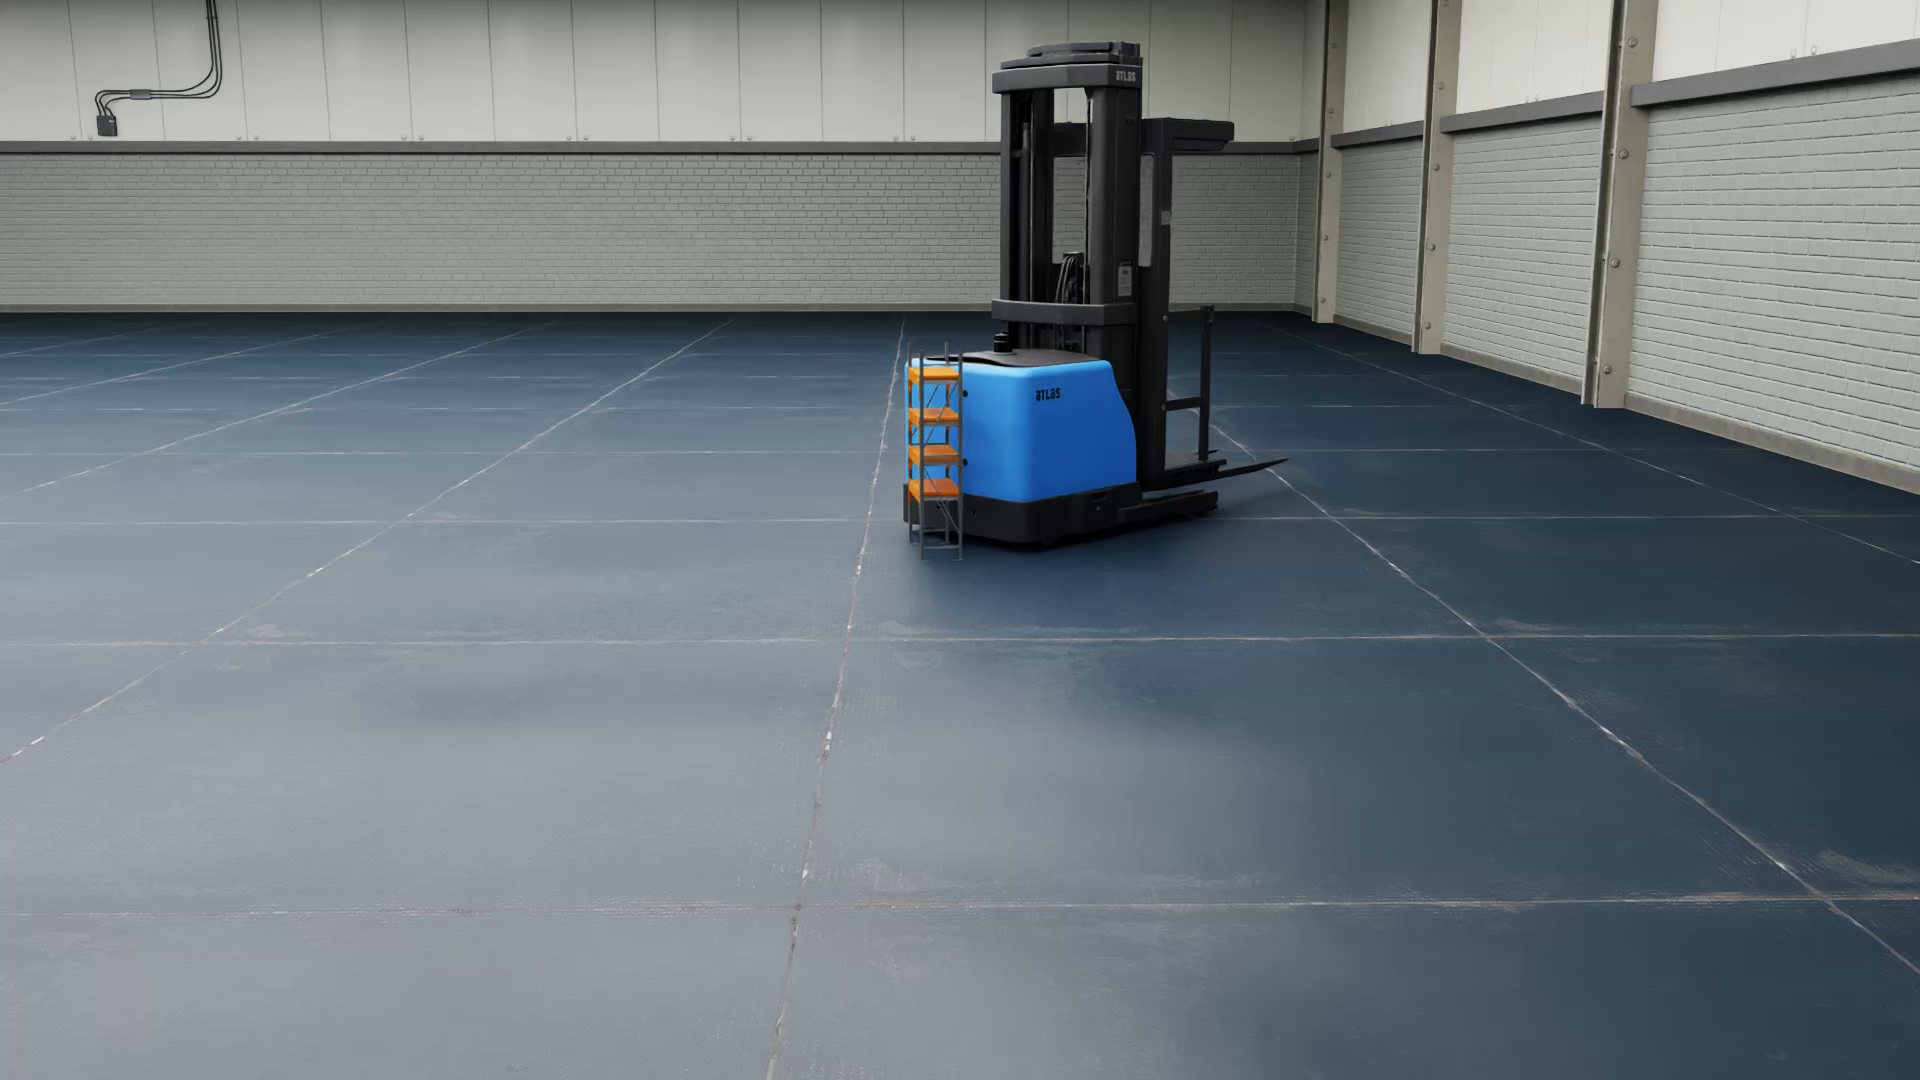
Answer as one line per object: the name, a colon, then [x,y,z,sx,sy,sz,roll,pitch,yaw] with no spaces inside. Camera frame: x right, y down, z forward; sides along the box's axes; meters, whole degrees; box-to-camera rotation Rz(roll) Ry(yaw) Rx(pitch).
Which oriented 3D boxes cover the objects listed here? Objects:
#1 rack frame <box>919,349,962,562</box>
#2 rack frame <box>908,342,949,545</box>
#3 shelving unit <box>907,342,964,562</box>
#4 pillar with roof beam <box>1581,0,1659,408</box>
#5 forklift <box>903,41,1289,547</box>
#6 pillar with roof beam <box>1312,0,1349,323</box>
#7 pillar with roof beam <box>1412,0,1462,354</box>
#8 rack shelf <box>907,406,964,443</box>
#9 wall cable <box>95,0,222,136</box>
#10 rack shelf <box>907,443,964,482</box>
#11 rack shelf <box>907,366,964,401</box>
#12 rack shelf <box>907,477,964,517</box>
rack frame: [-0.106,-0.466,9.338,0.240,1.200,0.015,-2,12,-9]
rack frame: [-0.185,-0.562,9.810,0.240,1.200,0.015,-2,12,-9]
shelving unit: [-0.145,-0.514,9.574,0.258,1.200,0.503,-2,12,-9]
pillar with roof beam: [2.165,-5.743,15.733,9.100,9.000,0.400,0,11,-1]
forklift: [1.038,-1.628,10.710,1.130,2.935,3.031,11,16,43]
pillar with roof beam: [1.917,-8.128,27.491,9.100,9.000,0.400,0,11,-1]
pillar with roof beam: [2.041,-6.935,21.612,9.100,9.000,0.400,0,11,-1]
rack shelf: [-0.145,-0.667,9.543,0.258,0.148,0.480,-2,12,-9]
wall cable: [-14.519,-10.310,29.692,2.305,6.003,0.169,0,11,-1]
rack shelf: [-0.145,-0.448,9.587,0.258,0.148,0.480,-2,12,-9]
rack shelf: [-0.145,-0.899,9.496,0.258,0.148,0.480,-2,12,-9]
rack shelf: [-0.145,-0.253,9.627,0.258,0.148,0.480,-2,12,-9]
